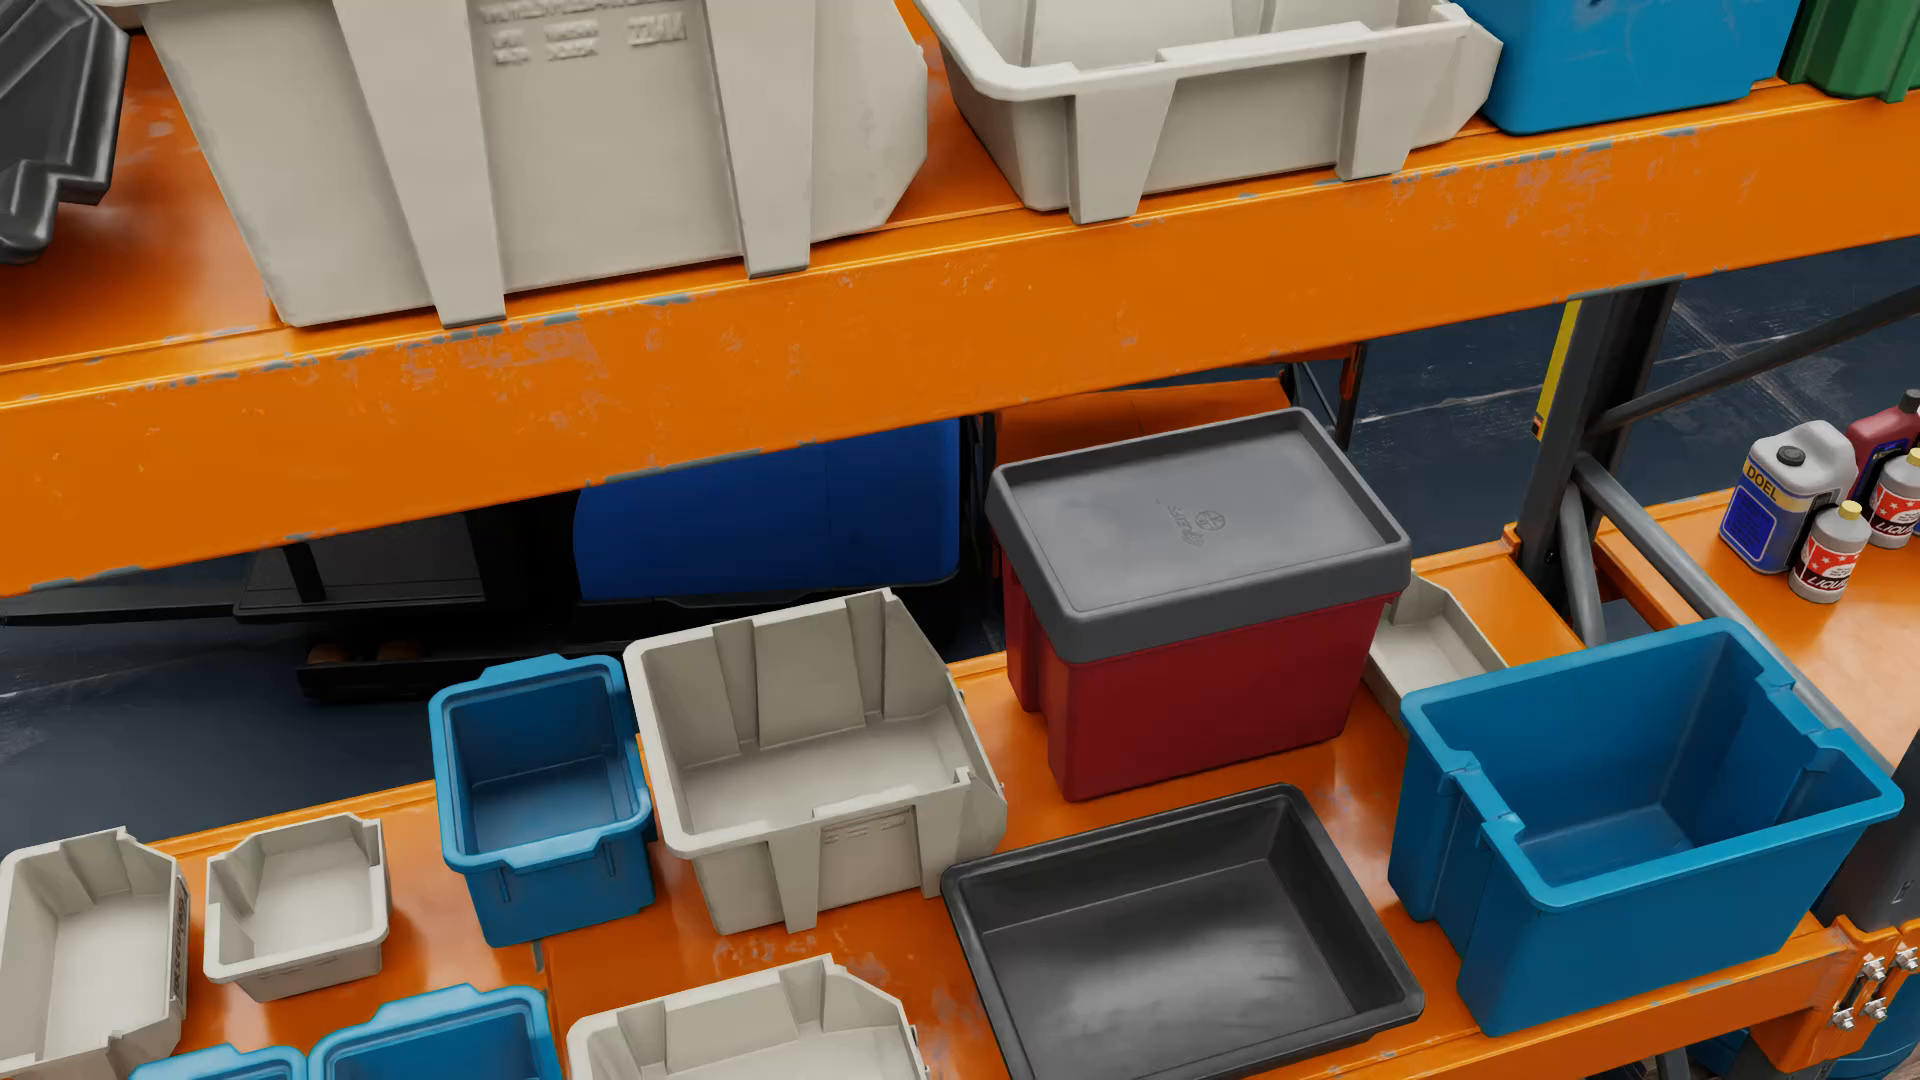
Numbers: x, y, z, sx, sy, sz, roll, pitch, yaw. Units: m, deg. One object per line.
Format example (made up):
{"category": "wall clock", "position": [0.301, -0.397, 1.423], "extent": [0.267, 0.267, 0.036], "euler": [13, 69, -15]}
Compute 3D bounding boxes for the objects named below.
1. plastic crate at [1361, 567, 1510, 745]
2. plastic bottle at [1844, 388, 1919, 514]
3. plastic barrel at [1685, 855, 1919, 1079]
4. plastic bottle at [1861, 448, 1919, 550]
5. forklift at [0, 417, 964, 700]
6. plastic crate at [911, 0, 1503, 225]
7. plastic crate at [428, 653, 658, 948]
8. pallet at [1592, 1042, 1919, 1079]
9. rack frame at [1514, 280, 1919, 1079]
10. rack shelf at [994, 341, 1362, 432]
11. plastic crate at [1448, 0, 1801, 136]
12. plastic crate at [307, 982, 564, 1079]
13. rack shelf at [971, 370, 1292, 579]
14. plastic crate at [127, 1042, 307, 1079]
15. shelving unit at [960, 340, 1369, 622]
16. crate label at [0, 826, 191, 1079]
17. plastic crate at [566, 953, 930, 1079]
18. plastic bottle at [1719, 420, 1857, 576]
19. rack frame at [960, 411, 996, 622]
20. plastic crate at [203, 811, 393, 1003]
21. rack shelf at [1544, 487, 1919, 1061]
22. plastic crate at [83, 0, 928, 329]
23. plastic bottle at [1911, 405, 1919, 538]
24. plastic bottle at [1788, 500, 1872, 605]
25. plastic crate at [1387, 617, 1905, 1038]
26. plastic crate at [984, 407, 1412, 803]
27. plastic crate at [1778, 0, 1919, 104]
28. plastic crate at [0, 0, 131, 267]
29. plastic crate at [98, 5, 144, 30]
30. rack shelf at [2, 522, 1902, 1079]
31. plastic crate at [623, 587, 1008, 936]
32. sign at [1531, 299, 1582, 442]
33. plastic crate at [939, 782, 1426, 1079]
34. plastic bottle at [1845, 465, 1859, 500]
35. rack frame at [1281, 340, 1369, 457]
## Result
{"category": "plastic crate", "position": [0.809, 0.225, 2.868], "extent": [0.243, 0.136, 0.396], "euler": [-12, 42, -13]}
{"category": "plastic bottle", "position": [1.782, -0.166, 3.248], "extent": [0.133, 0.283, 0.061], "euler": [-12, 42, -13]}
{"category": "plastic barrel", "position": [1.820, 0.681, 3.467], "extent": [0.708, 0.901, 0.600], "euler": [-12, 42, -13]}
{"category": "plastic bottle", "position": [1.823, -0.089, 3.223], "extent": [0.097, 0.201, 0.097], "euler": [0, 41, 0]}
{"category": "forklift", "position": [-1.533, -1.013, 4.182], "extent": [3.031, 2.935, 1.130], "euler": [-3, 41, -4]}
{"category": "plastic crate", "position": [0.197, -0.395, 1.342], "extent": [0.466, 0.136, 0.293], "euler": [-12, 42, -13]}
{"category": "plastic crate", "position": [-0.638, 0.410, 2.583], "extent": [0.300, 0.233, 0.416], "euler": [-12, 42, -13]}
{"category": "pallet", "position": [2.044, 1.069, 3.866], "extent": [1.213, 0.211, 1.003], "euler": [-12, 42, -13]}
{"category": "rack frame", "position": [1.296, 0.146, 2.803], "extent": [0.127, 3.000, 1.000], "euler": [-12, 42, -13]}
{"category": "rack shelf", "position": [0.551, -0.611, 4.650], "extent": [1.000, 0.278, 0.538], "euler": [-6, 41, -6]}
{"category": "plastic crate", "position": [0.523, -0.541, 1.436], "extent": [0.300, 0.233, 0.416], "euler": [-12, 42, -13]}
{"category": "plastic crate", "position": [-0.643, 0.815, 2.119], "extent": [0.300, 0.233, 0.416], "euler": [-12, 42, -13]}
{"category": "rack shelf", "position": [0.551, -0.207, 5.004], "extent": [1.000, 0.278, 0.538], "euler": [-6, 41, -6]}
{"category": "plastic crate", "position": [-0.929, 0.874, 2.051], "extent": [0.300, 0.233, 0.416], "euler": [-12, 42, -13]}
{"category": "shelving unit", "position": [0.551, -0.391, 4.843], "extent": [1.048, 1.125, 0.538], "euler": [-6, 41, -6]}
{"category": "crate label", "position": [-1.257, 0.619, 2.416], "extent": [0.243, 0.136, 0.396], "euler": [-12, 42, -13]}
{"category": "plastic crate", "position": [-0.275, 0.755, 2.261], "extent": [0.466, 0.136, 0.293], "euler": [-12, 42, -13]}
{"category": "plastic bottle", "position": [1.575, -0.088, 3.166], "extent": [0.135, 0.276, 0.152], "euler": [-12, 42, -13]}
{"category": "rack frame", "position": [0.048, -0.342, 4.787], "extent": [0.032, 1.125, 0.500], "euler": [-6, 41, -6]}
{"category": "plastic crate", "position": [-0.980, 0.549, 2.496], "extent": [0.250, 0.136, 0.298], "euler": [-12, 42, -13]}
{"category": "rack shelf", "position": [3.203, 0.021, 3.493], "extent": [4.000, 0.370, 1.077], "euler": [-12, 42, -13]}
{"category": "plastic crate", "position": [-0.313, -0.393, 1.230], "extent": [0.530, 0.282, 0.437], "euler": [-12, 42, -13]}
{"category": "plastic bottle", "position": [1.923, -0.161, 3.248], "extent": [0.135, 0.276, 0.152], "euler": [-12, 42, -13]}
{"category": "plastic bottle", "position": [1.630, 0.014, 3.105], "extent": [0.097, 0.201, 0.097], "euler": [0, 41, 0]}
{"category": "plastic crate", "position": [0.953, 0.435, 2.438], "extent": [0.575, 0.384, 0.392], "euler": [-12, 42, -13]}
{"category": "plastic crate", "position": [0.369, 0.118, 2.741], "extent": [0.583, 0.464, 0.402], "euler": [-12, 42, -13]}
{"category": "plastic crate", "position": [0.983, -0.631, 1.573], "extent": [0.662, 0.188, 0.450], "euler": [-12, 42, -13]}
{"category": "plastic crate", "position": [-0.980, -0.300, 1.080], "extent": [0.767, 0.338, 0.504], "euler": [-12, 42, -13]}
{"category": "plastic crate", "position": [-0.623, -0.658, 1.644], "extent": [0.530, 0.136, 0.437], "euler": [-12, 42, -13]}
{"category": "rack shelf", "position": [-0.612, 0.812, 2.588], "extent": [4.000, 0.370, 1.077], "euler": [-12, 42, -13]}
{"category": "plastic crate", "position": [-0.216, 0.354, 2.610], "extent": [0.530, 0.282, 0.437], "euler": [-12, 42, -13]}
{"category": "sign", "position": [1.132, -0.304, 3.108], "extent": [0.005, 0.325, 0.100], "euler": [-12, 42, -13]}
{"category": "plastic crate", "position": [0.309, 0.616, 2.428], "extent": [0.590, 0.125, 0.437], "euler": [-12, 42, -13]}
{"category": "plastic bottle", "position": [1.677, -0.100, 3.236], "extent": [0.097, 0.201, 0.097], "euler": [0, 41, 0]}
{"category": "rack frame", "position": [1.053, -0.440, 4.899], "extent": [0.032, 1.125, 0.500], "euler": [-6, 41, -6]}
